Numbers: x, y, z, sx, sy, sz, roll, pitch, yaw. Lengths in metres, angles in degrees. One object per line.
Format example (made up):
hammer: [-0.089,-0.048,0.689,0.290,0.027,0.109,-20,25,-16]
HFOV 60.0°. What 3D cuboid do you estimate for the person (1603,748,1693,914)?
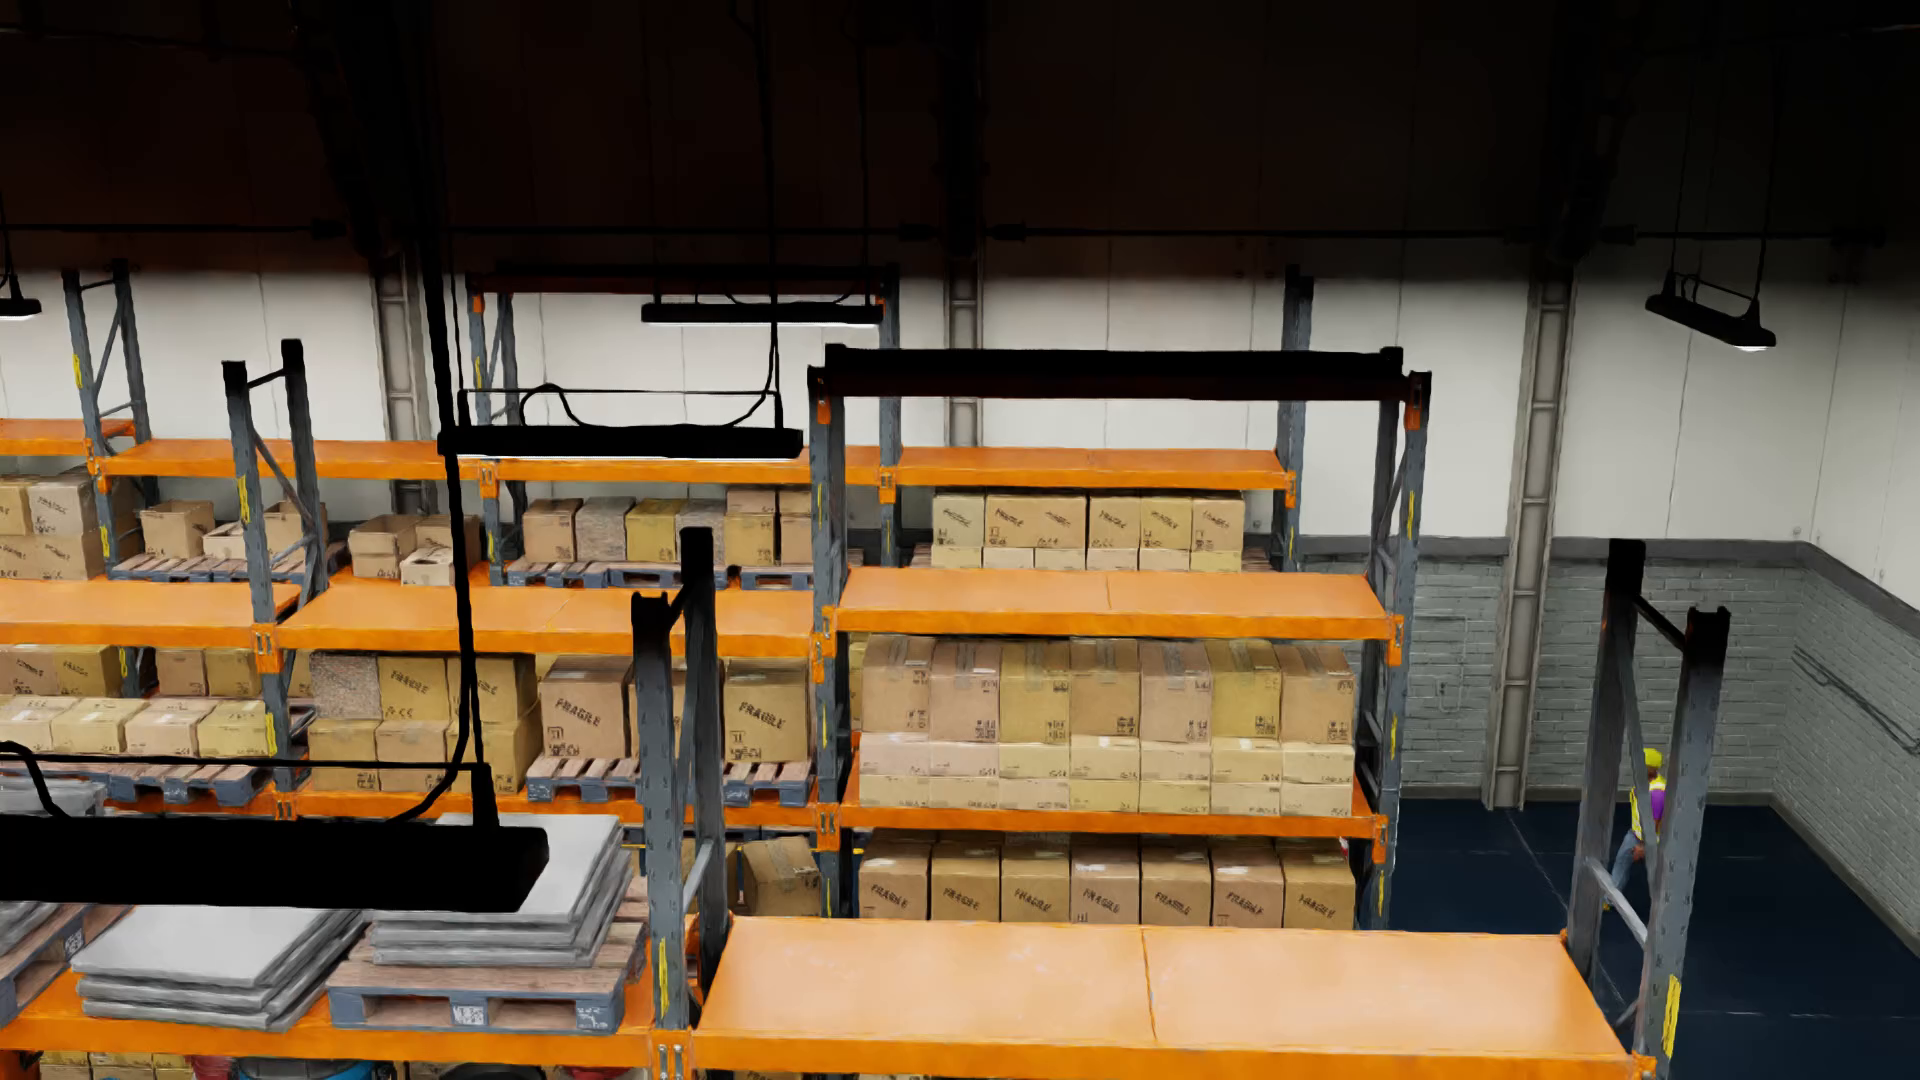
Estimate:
person: [6.553,2.806,15.880,1.043,1.716,0.589,0,16,2]
